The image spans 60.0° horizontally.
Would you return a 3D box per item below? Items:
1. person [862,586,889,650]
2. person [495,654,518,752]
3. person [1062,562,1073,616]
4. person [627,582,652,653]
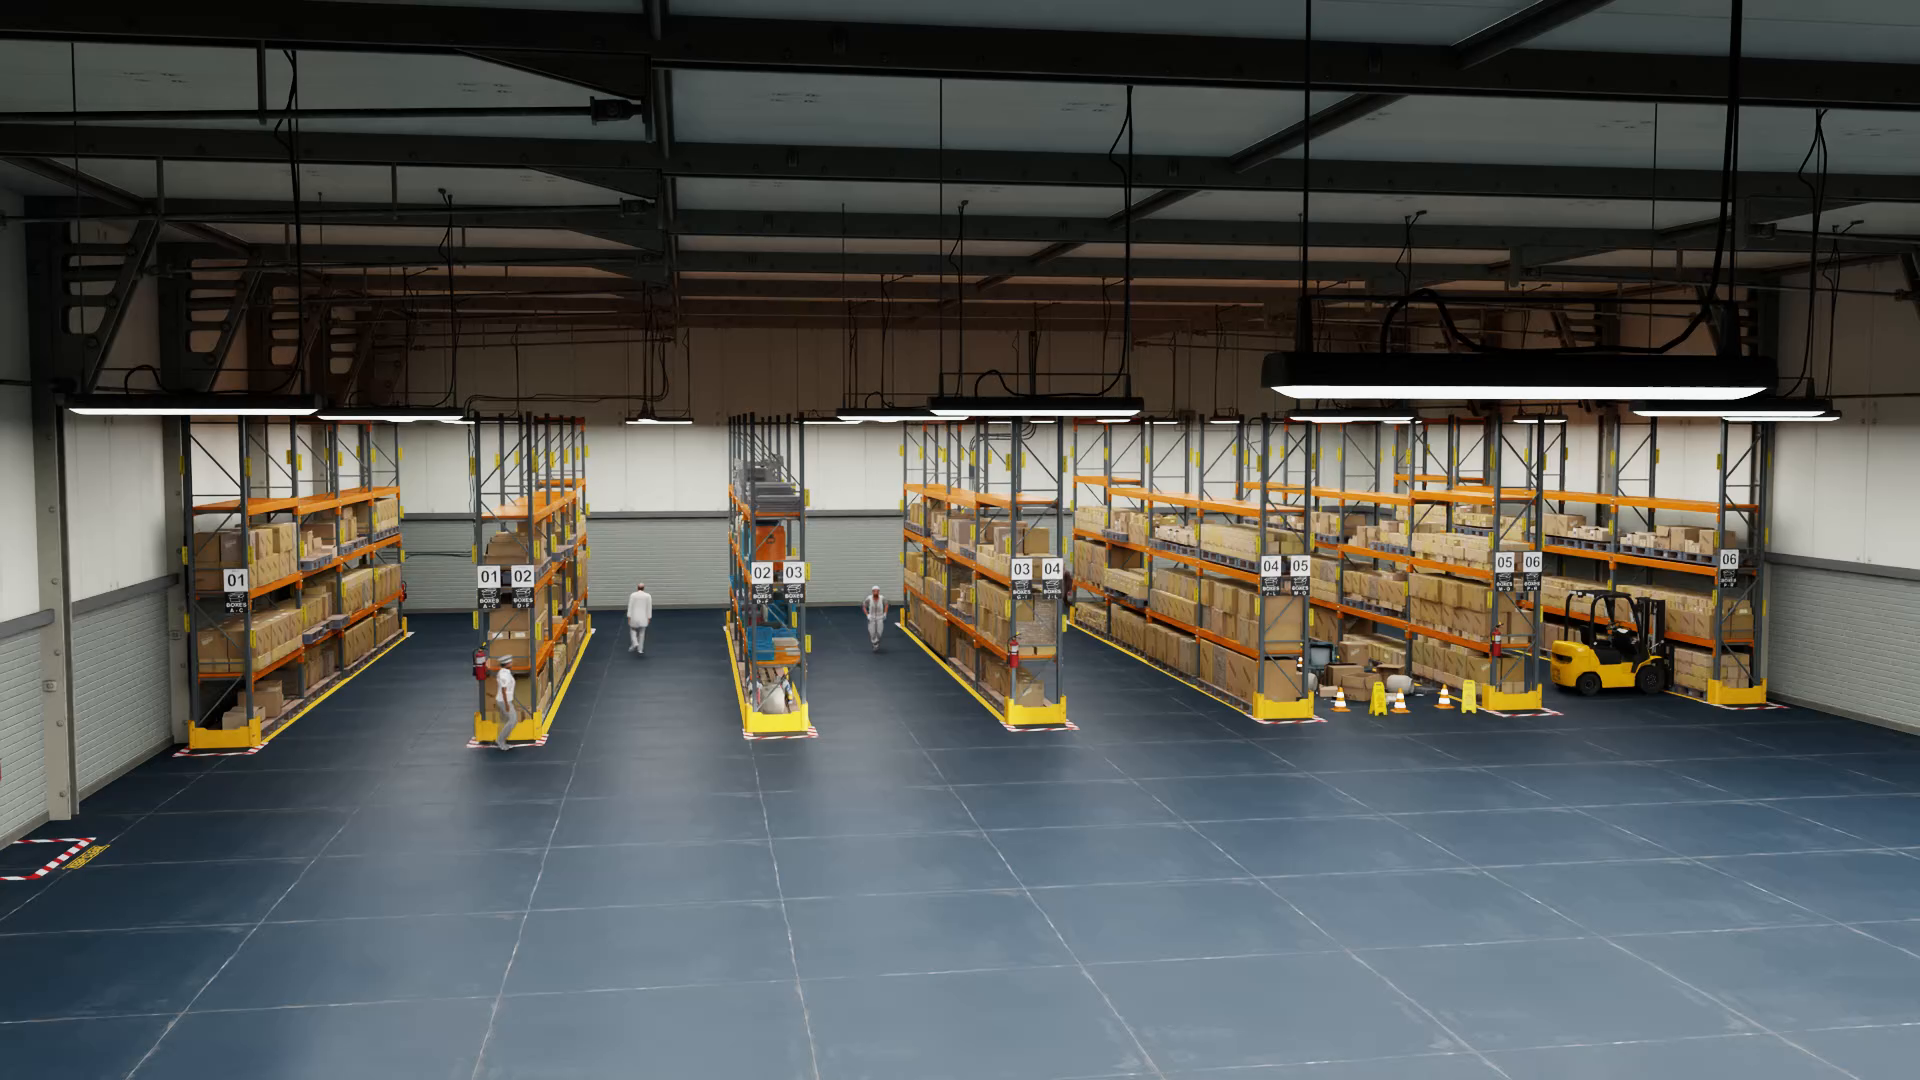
[{"bbox_3d":[-2.159,1.997,42.484,0.669,1.690,0.609,0,4,-2],"label":"person"},{"bbox_3d":[-8.026,2.874,29.446,0.405,1.700,0.478,-1,4,-11],"label":"person"},{"bbox_3d":[3.041,1.482,49.512,1.201,1.723,0.561,-2,4,-30],"label":"person"},{"bbox_3d":[-8.104,1.965,42.063,0.627,1.777,0.521,-1,4,-11],"label":"person"}]
